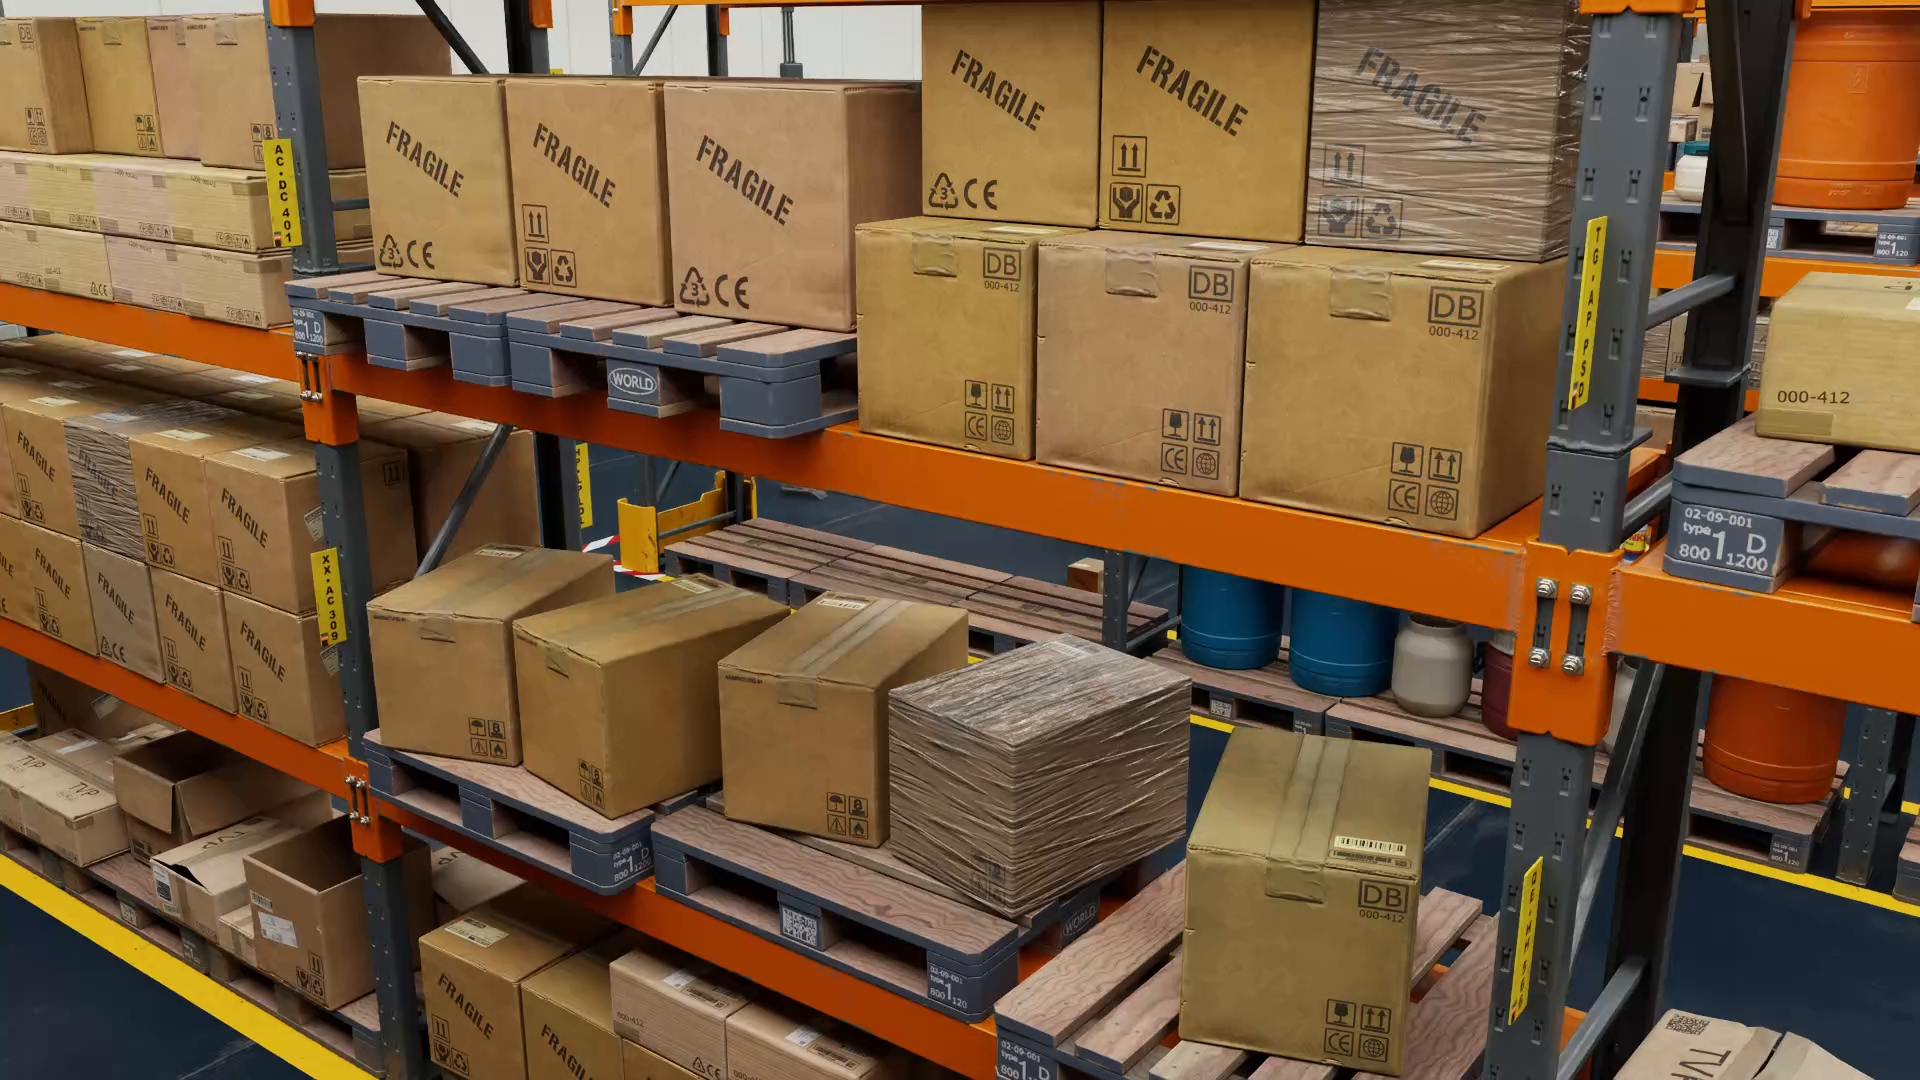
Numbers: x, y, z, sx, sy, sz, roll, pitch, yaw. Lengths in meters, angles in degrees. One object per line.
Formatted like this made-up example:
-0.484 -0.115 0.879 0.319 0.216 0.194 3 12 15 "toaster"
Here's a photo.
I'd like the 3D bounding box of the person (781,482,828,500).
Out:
-1.282 -1.159 13.895 0.496 1.694 0.580 1 17 3 "person"
